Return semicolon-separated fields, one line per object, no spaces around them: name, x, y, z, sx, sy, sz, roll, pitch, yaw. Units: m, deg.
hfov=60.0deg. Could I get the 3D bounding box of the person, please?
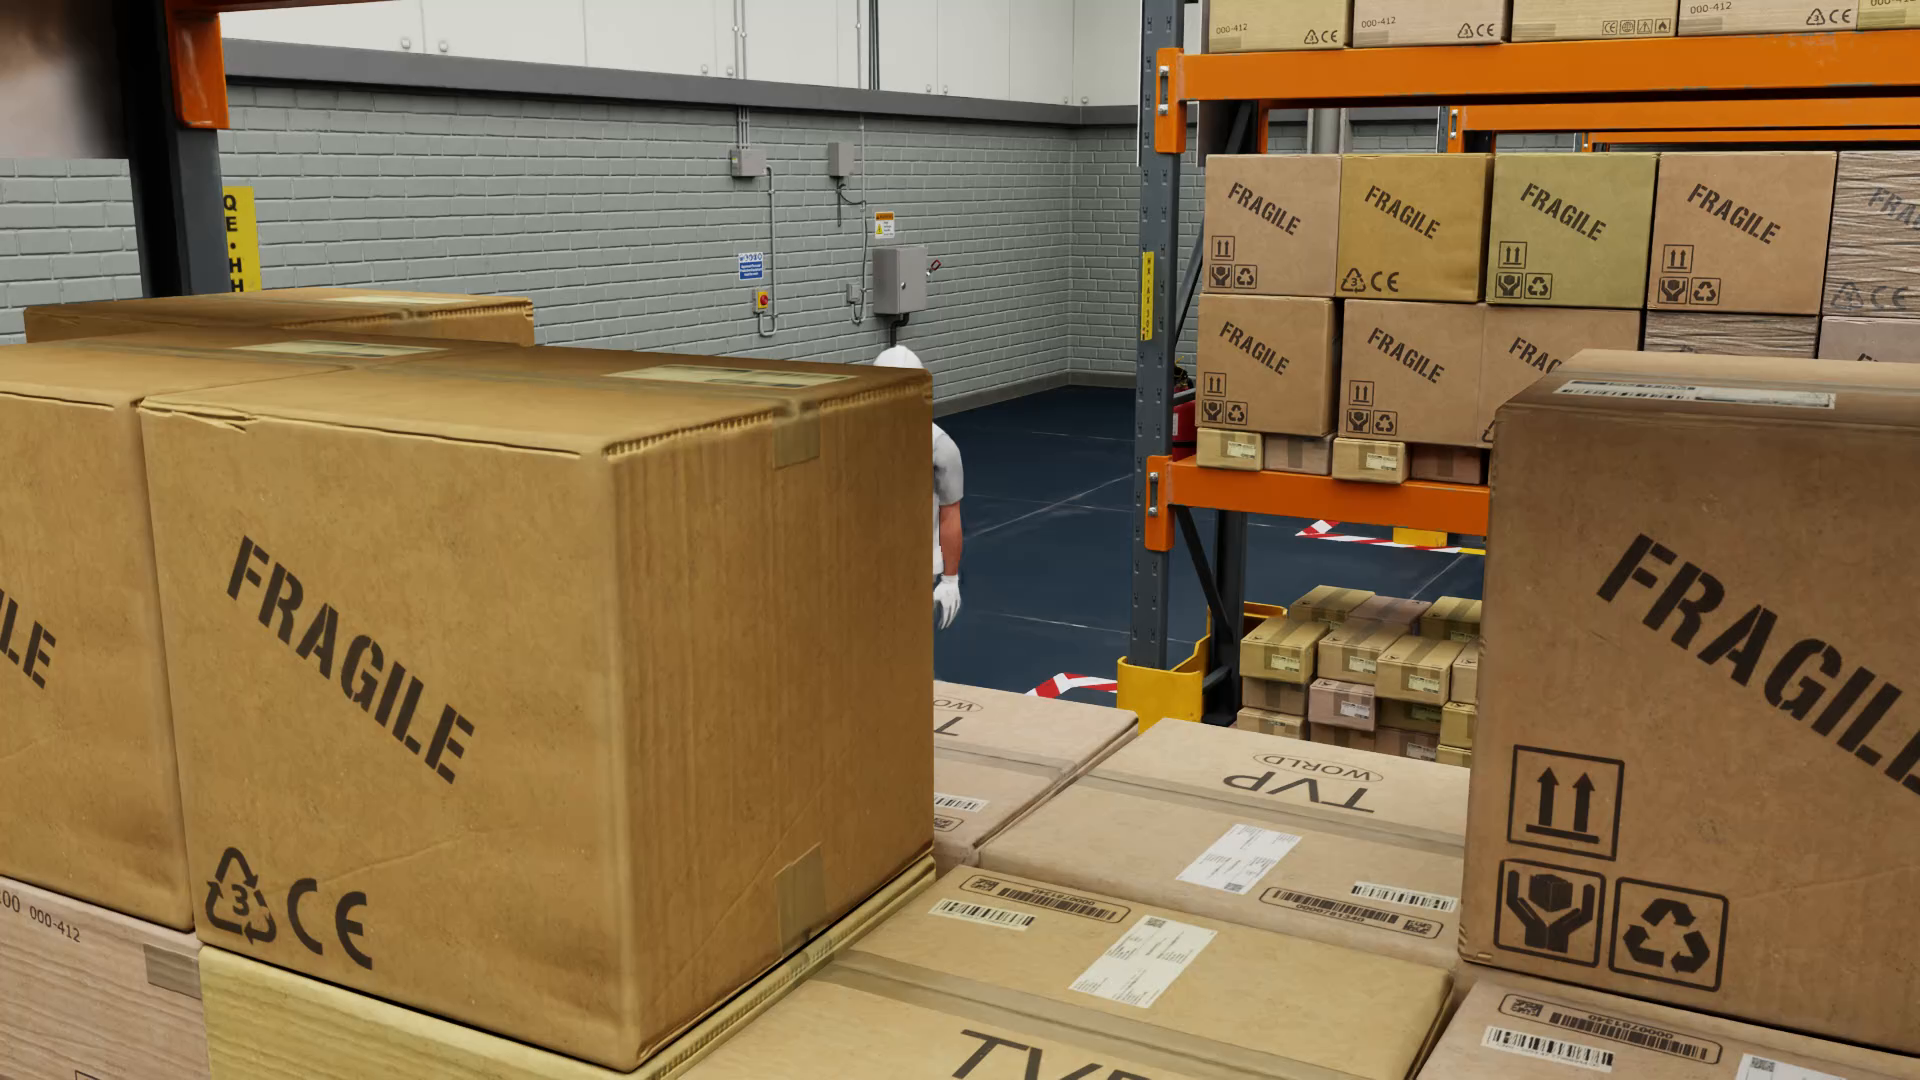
person;-0.249;0.135;6.317;0.541;1.771;0.833;4;13;17
